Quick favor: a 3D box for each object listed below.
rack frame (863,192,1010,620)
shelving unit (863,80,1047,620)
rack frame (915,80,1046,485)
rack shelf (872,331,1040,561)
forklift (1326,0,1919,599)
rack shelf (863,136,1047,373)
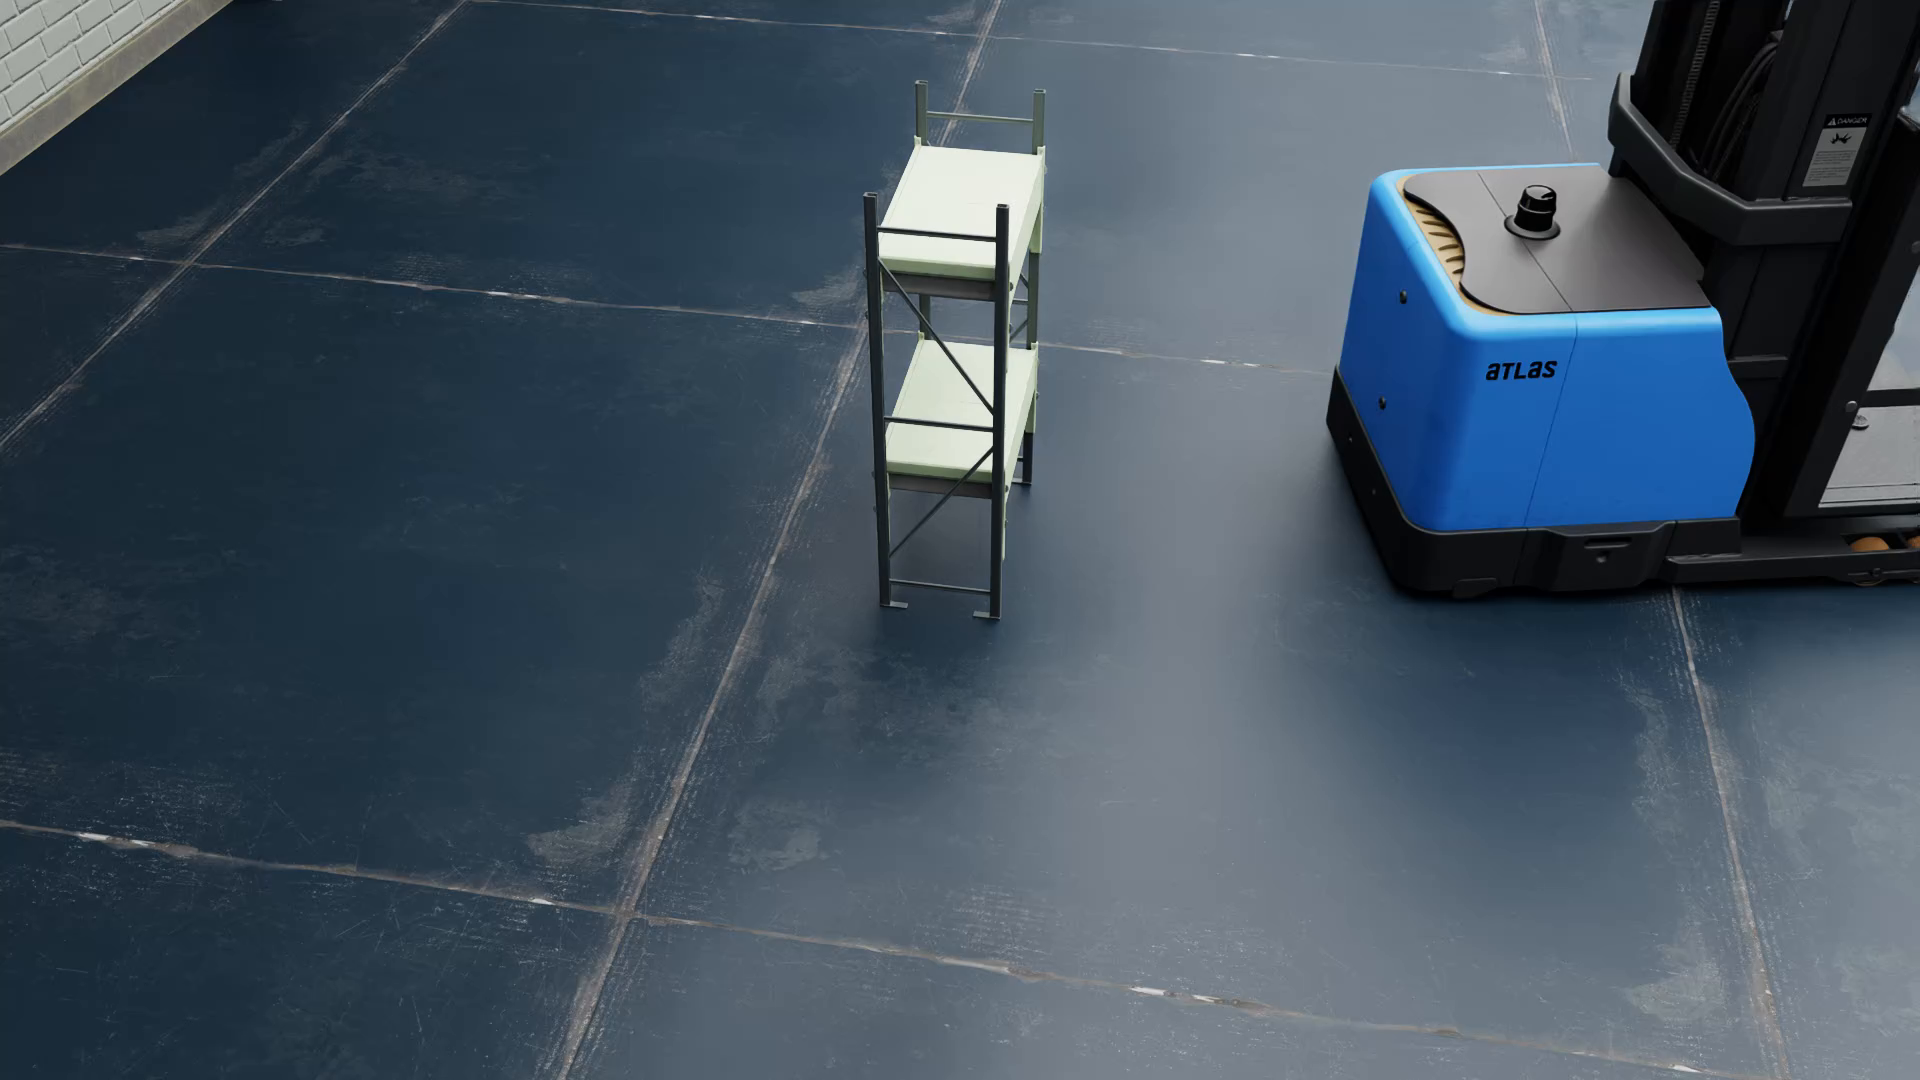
[{"bbox_3d":[-0.064,-0.344,4.989,0.400,1.500,0.023,6,40,8],"label":"rack frame"},{"bbox_3d":[-0.001,-0.574,5.267,0.431,1.500,0.755,6,40,8],"label":"shelving unit"},{"bbox_3d":[0.062,-0.804,5.545,0.400,1.500,0.023,6,40,8],"label":"rack frame"},{"bbox_3d":[-0.001,-0.323,5.475,0.431,0.370,0.720,6,40,8],"label":"rack shelf"},{"bbox_3d":[2.900,-1.311,5.035,3.031,2.935,1.130,-3,40,-3],"label":"forklift"},{"bbox_3d":[-0.001,-0.875,5.018,0.431,0.370,0.720,6,40,8],"label":"rack shelf"}]
